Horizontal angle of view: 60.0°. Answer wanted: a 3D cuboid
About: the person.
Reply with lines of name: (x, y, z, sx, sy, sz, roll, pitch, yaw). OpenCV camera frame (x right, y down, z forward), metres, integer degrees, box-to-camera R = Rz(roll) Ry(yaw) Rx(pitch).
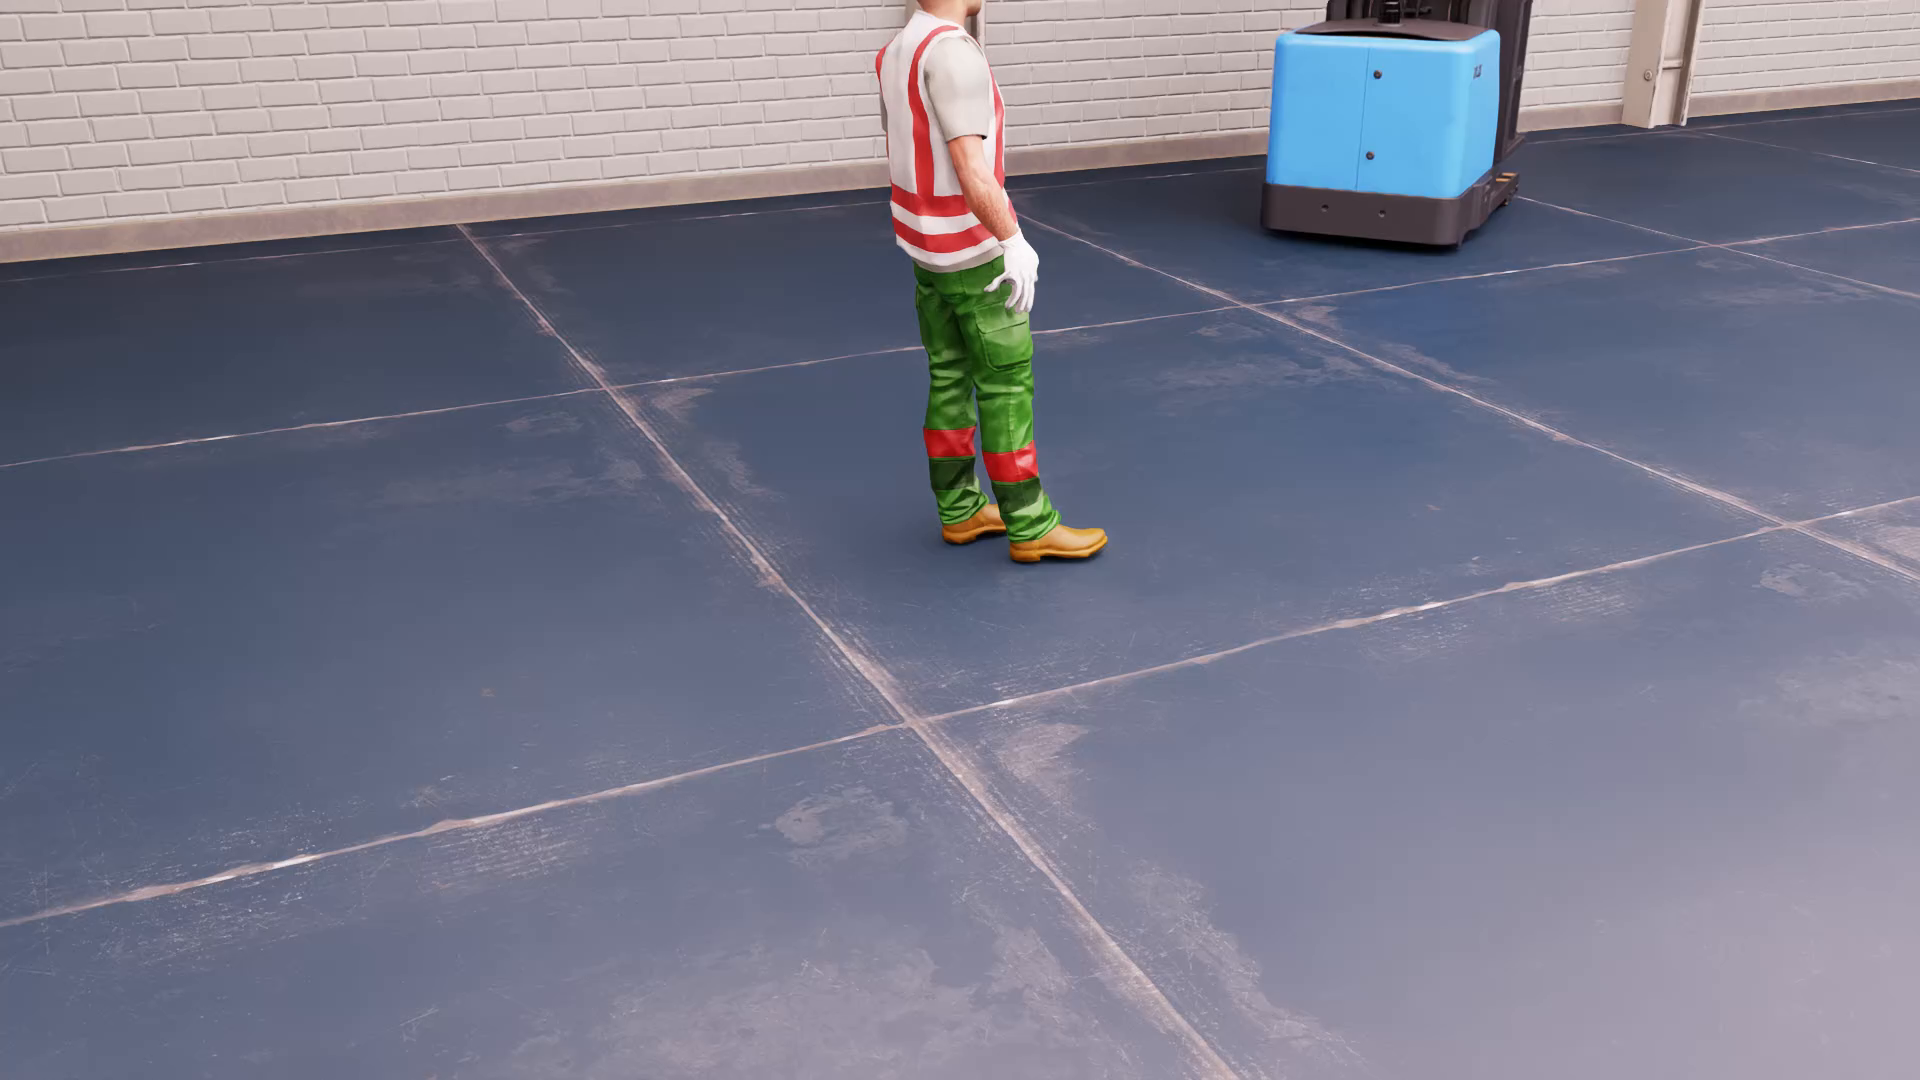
person: (0.078, -0.842, 4.782, 0.564, 1.787, 0.637, -10, 25, -23)

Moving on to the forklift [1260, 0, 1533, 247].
forklift: (2.734, -3.406, 9.486, 1.130, 2.935, 3.031, 11, 25, 24)
